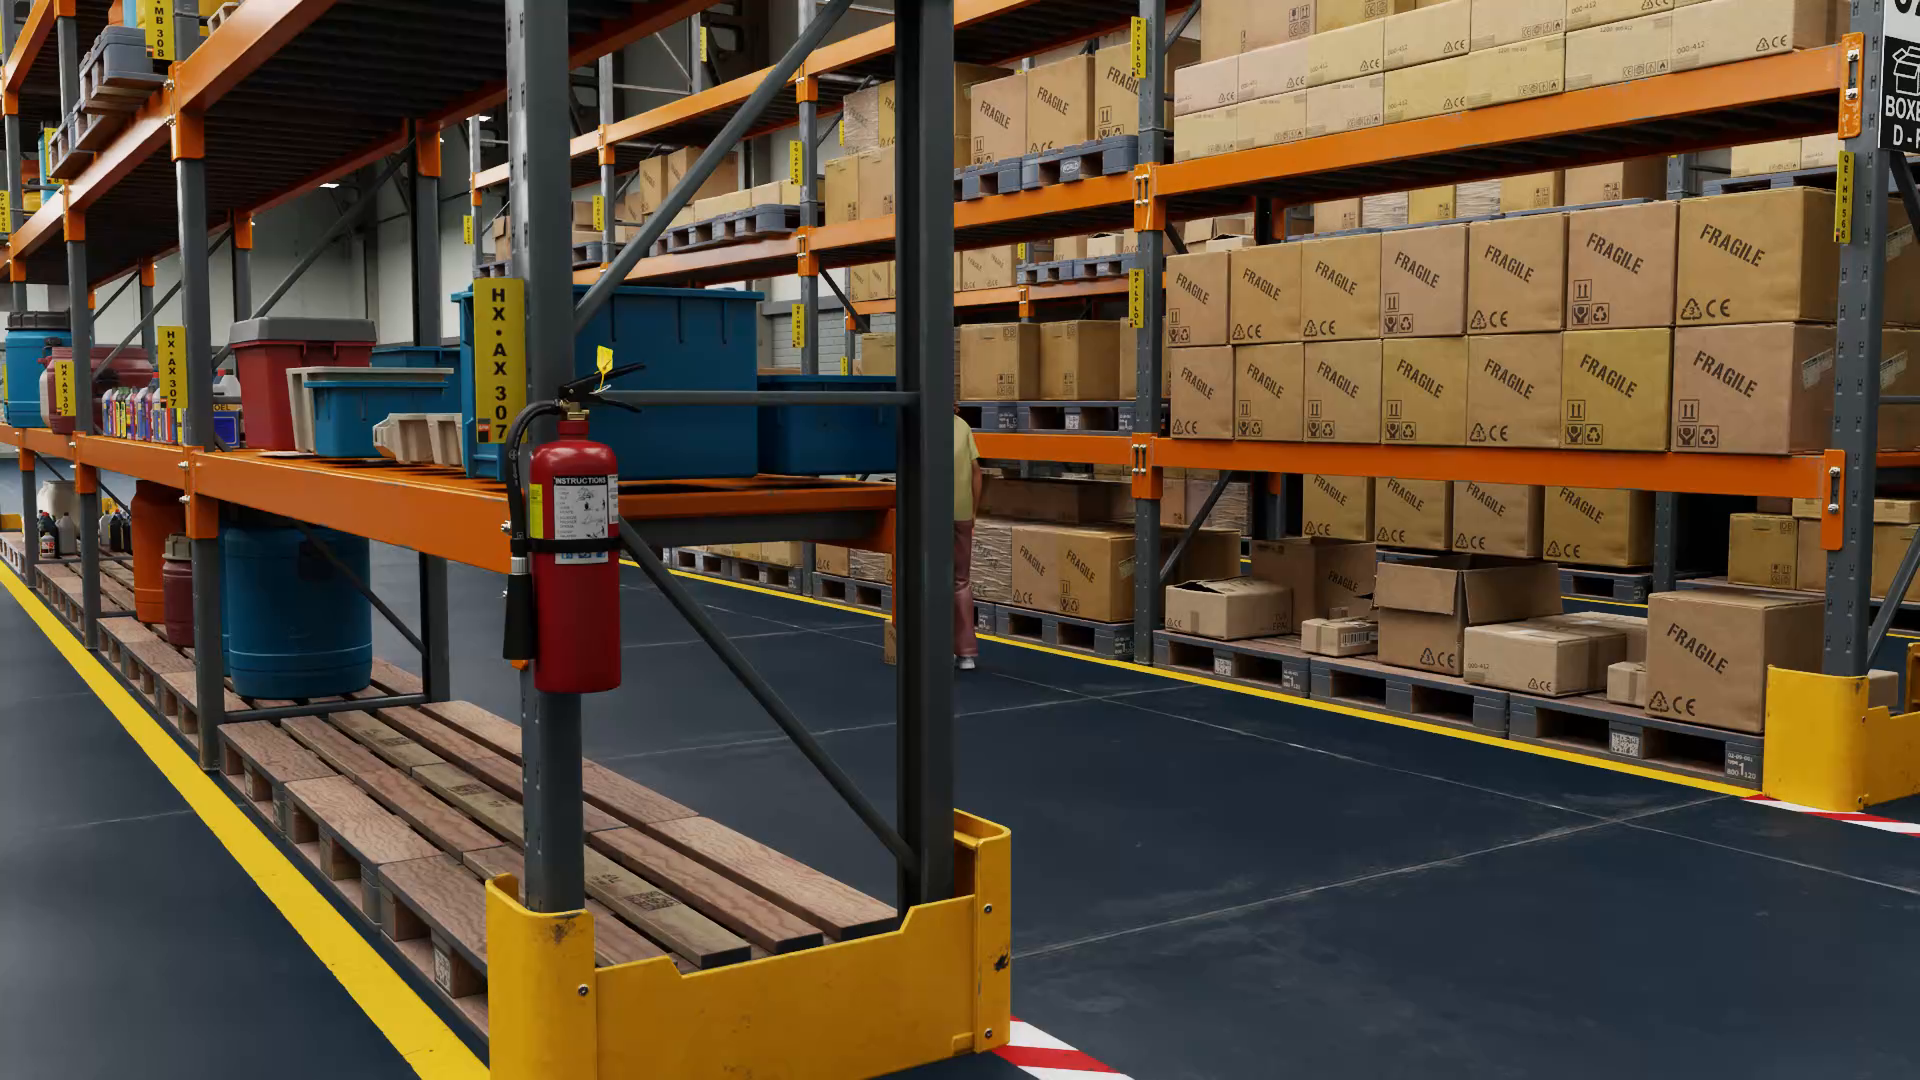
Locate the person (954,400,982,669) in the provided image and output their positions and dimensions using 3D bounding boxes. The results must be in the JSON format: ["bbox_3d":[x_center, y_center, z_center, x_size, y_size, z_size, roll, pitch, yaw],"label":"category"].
[{"bbox_3d":[-0.118,-0.103,9.286,0.500,1.672,0.362,-3,6,-36],"label":"person"}]
